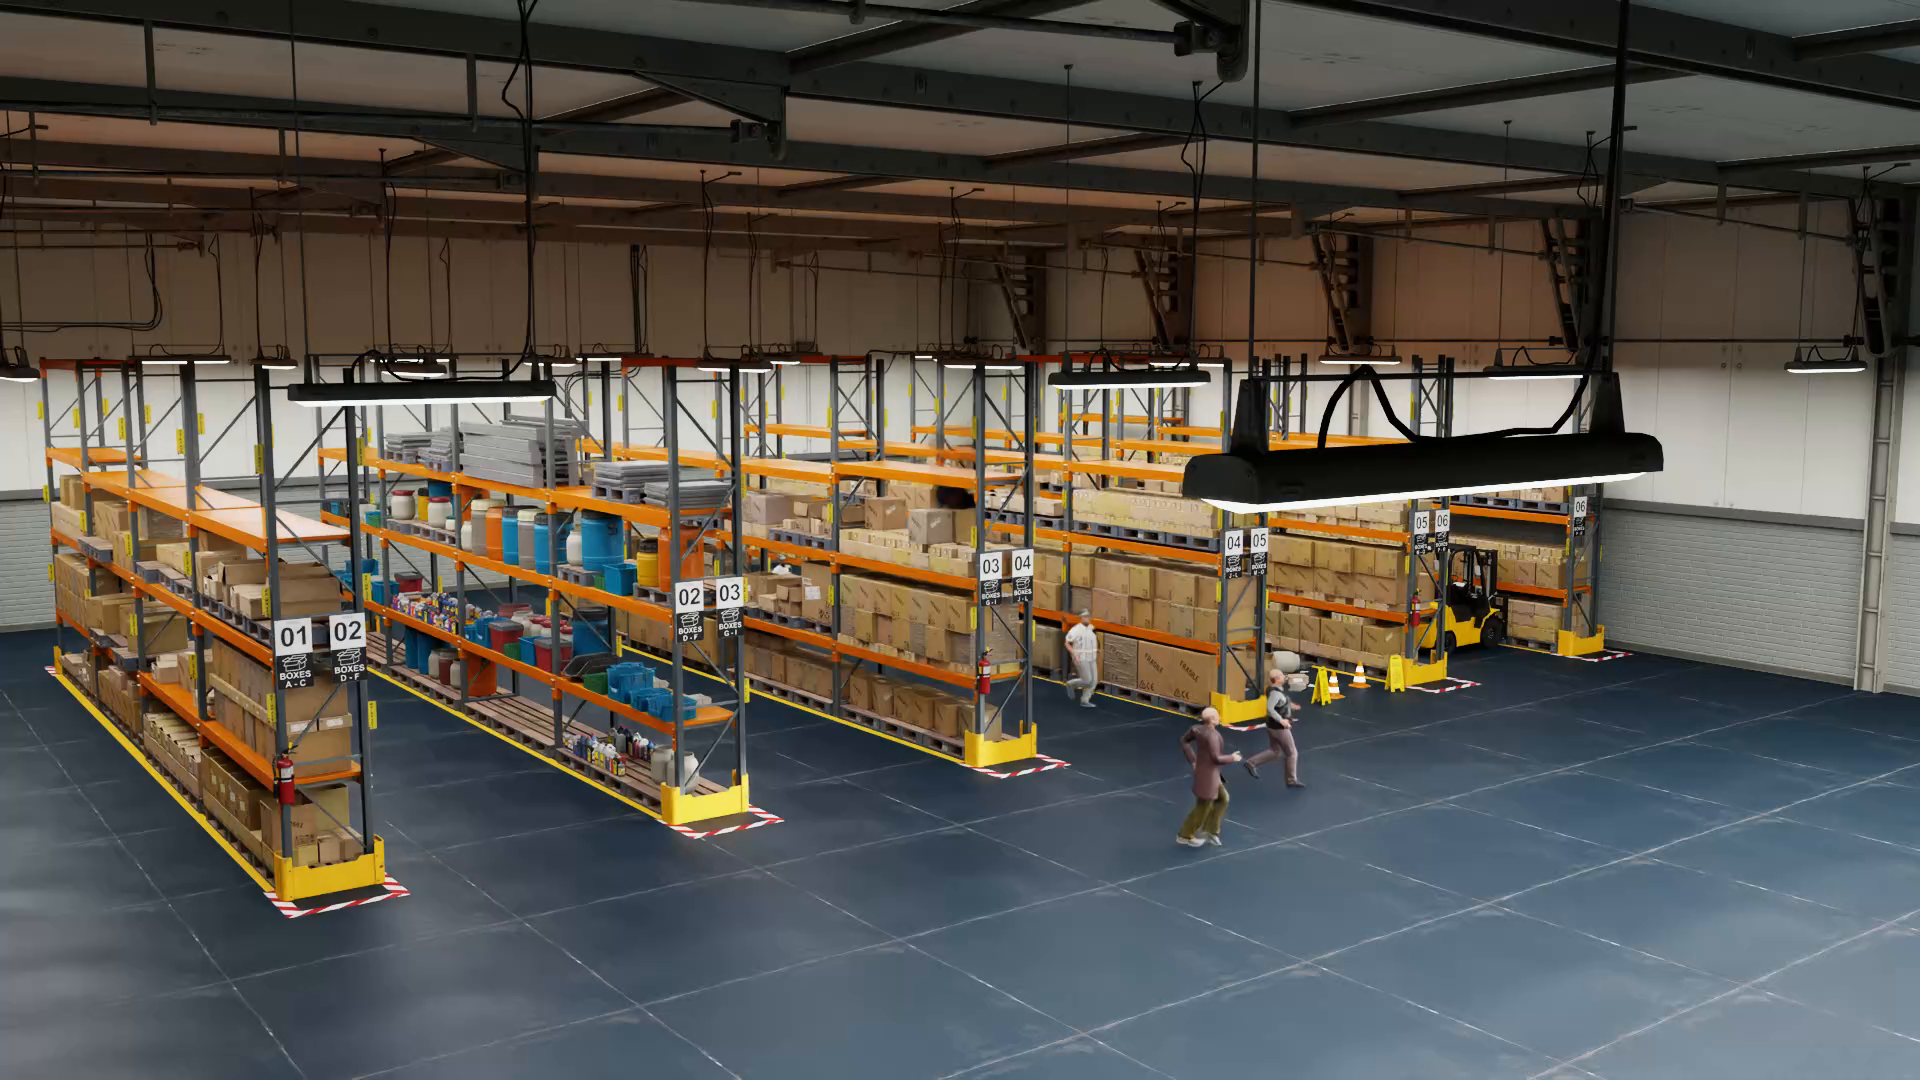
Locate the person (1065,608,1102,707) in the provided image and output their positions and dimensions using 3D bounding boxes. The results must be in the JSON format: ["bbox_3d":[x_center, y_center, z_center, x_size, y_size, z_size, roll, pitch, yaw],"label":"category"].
[{"bbox_3d":[2.164,2.033,28.738,0.678,1.730,0.567,-6,9,-40],"label":"person"}]

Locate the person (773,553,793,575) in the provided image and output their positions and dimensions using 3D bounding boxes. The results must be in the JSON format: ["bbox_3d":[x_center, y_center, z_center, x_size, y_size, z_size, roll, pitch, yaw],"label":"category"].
[{"bbox_3d":[-3.844,1.141,36.473,0.572,1.728,0.734,-4,8,-28],"label":"person"}]

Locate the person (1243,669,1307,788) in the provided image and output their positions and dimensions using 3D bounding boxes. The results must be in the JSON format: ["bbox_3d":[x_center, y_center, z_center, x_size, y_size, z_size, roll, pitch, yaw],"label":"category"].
[{"bbox_3d":[4.482,2.664,23.537,0.896,1.698,0.668,0,7,1],"label":"person"}]

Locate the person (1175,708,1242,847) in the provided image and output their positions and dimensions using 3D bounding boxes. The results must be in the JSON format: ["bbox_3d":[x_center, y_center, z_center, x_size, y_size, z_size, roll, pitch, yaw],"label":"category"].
[{"bbox_3d":[3.094,2.989,20.701,0.822,1.829,0.687,-1,7,-5],"label":"person"}]
